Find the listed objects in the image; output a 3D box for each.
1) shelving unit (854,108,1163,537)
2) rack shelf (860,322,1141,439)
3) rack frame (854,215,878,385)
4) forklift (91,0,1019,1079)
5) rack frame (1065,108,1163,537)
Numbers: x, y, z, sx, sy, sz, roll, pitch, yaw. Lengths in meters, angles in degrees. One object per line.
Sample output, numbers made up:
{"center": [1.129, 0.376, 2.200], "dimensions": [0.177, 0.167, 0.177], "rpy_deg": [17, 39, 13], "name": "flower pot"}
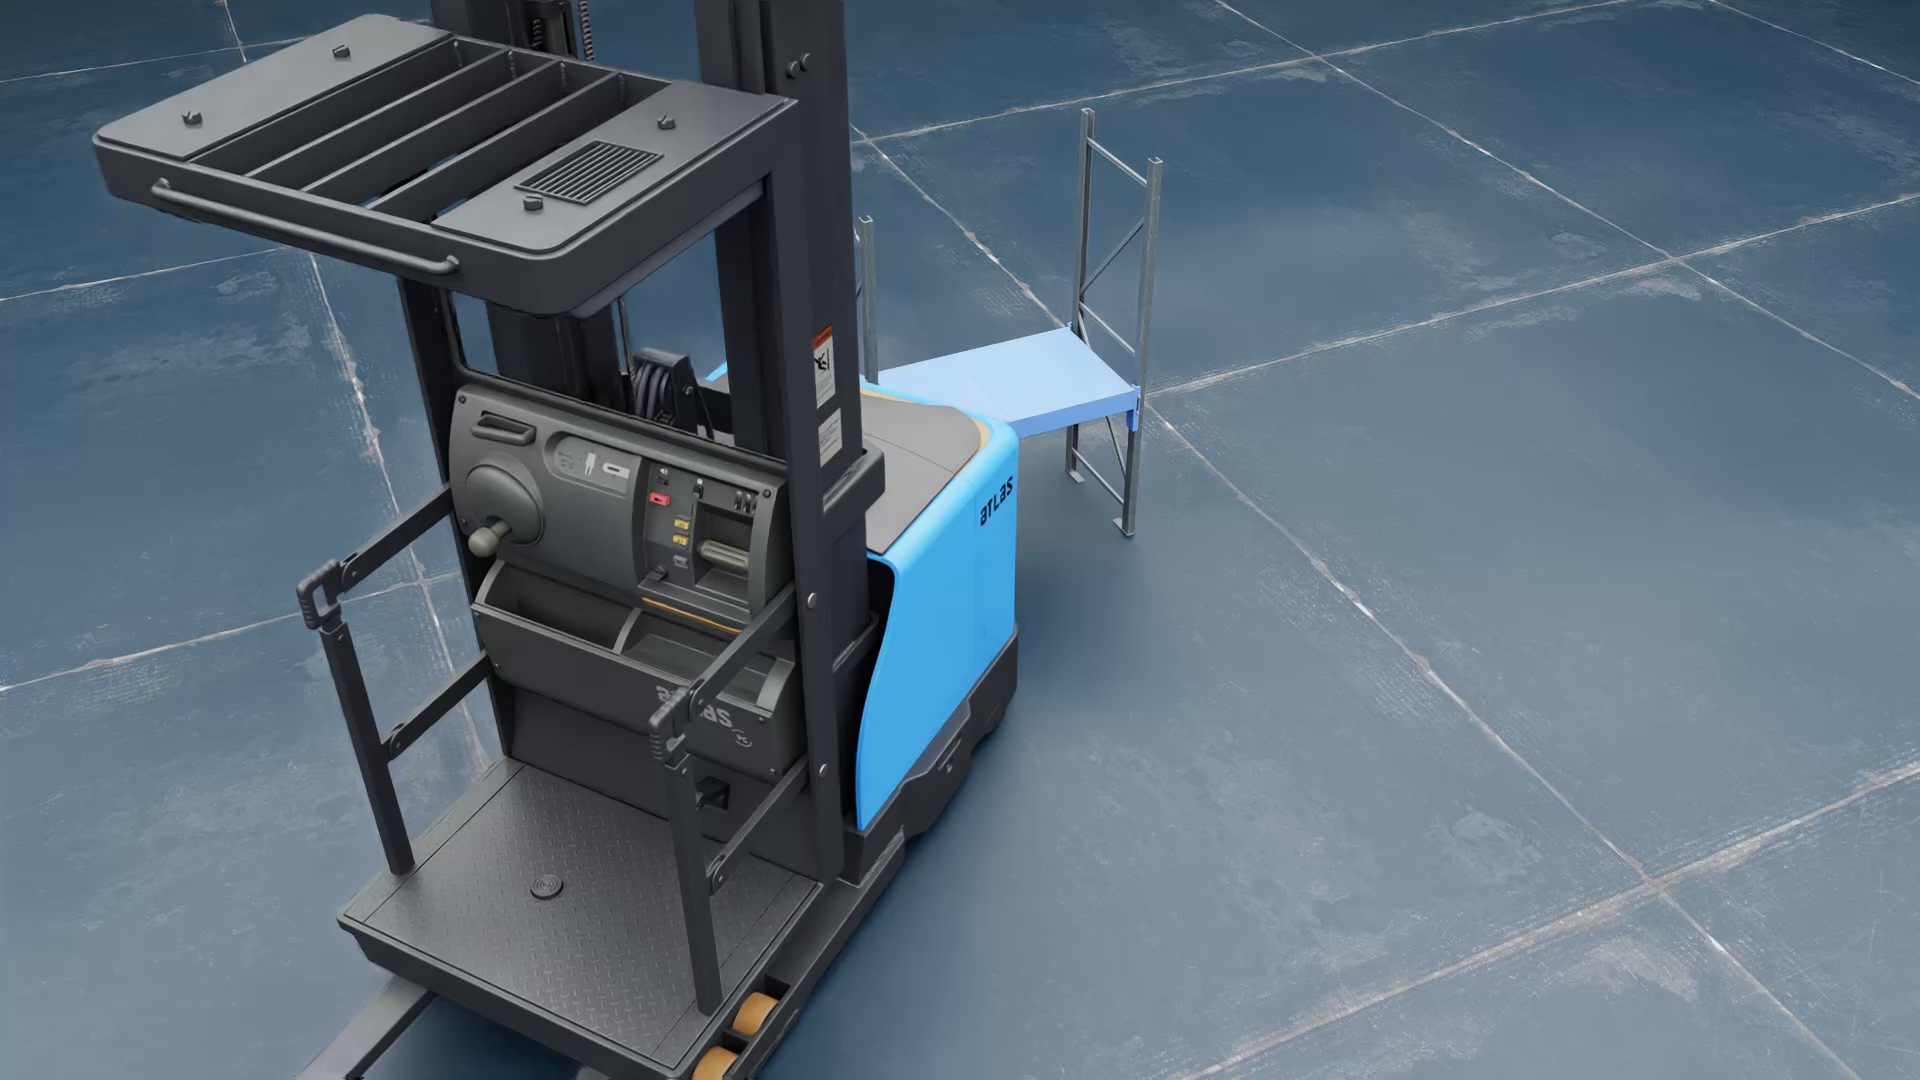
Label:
{"center": [0.077, -0.624, 5.832], "dimensions": [1.048, 1.500, 0.538], "rpy_deg": [-16, 39, -20], "name": "shelving unit"}
{"center": [0.077, -0.480, 5.939], "dimensions": [1.000, 0.185, 0.538], "rpy_deg": [-16, 39, -20], "name": "rack shelf"}
{"center": [-0.383, -0.495, 5.659], "dimensions": [0.032, 1.500, 0.500], "rpy_deg": [-16, 39, -20], "name": "rack frame"}
{"center": [-0.934, -0.014, 3.809], "dimensions": [1.130, 2.935, 3.031], "rpy_deg": [17, 40, 22], "name": "forklift"}
{"center": [0.537, -0.753, 6.006], "dimensions": [0.032, 1.500, 0.500], "rpy_deg": [-16, 39, -20], "name": "rack frame"}
